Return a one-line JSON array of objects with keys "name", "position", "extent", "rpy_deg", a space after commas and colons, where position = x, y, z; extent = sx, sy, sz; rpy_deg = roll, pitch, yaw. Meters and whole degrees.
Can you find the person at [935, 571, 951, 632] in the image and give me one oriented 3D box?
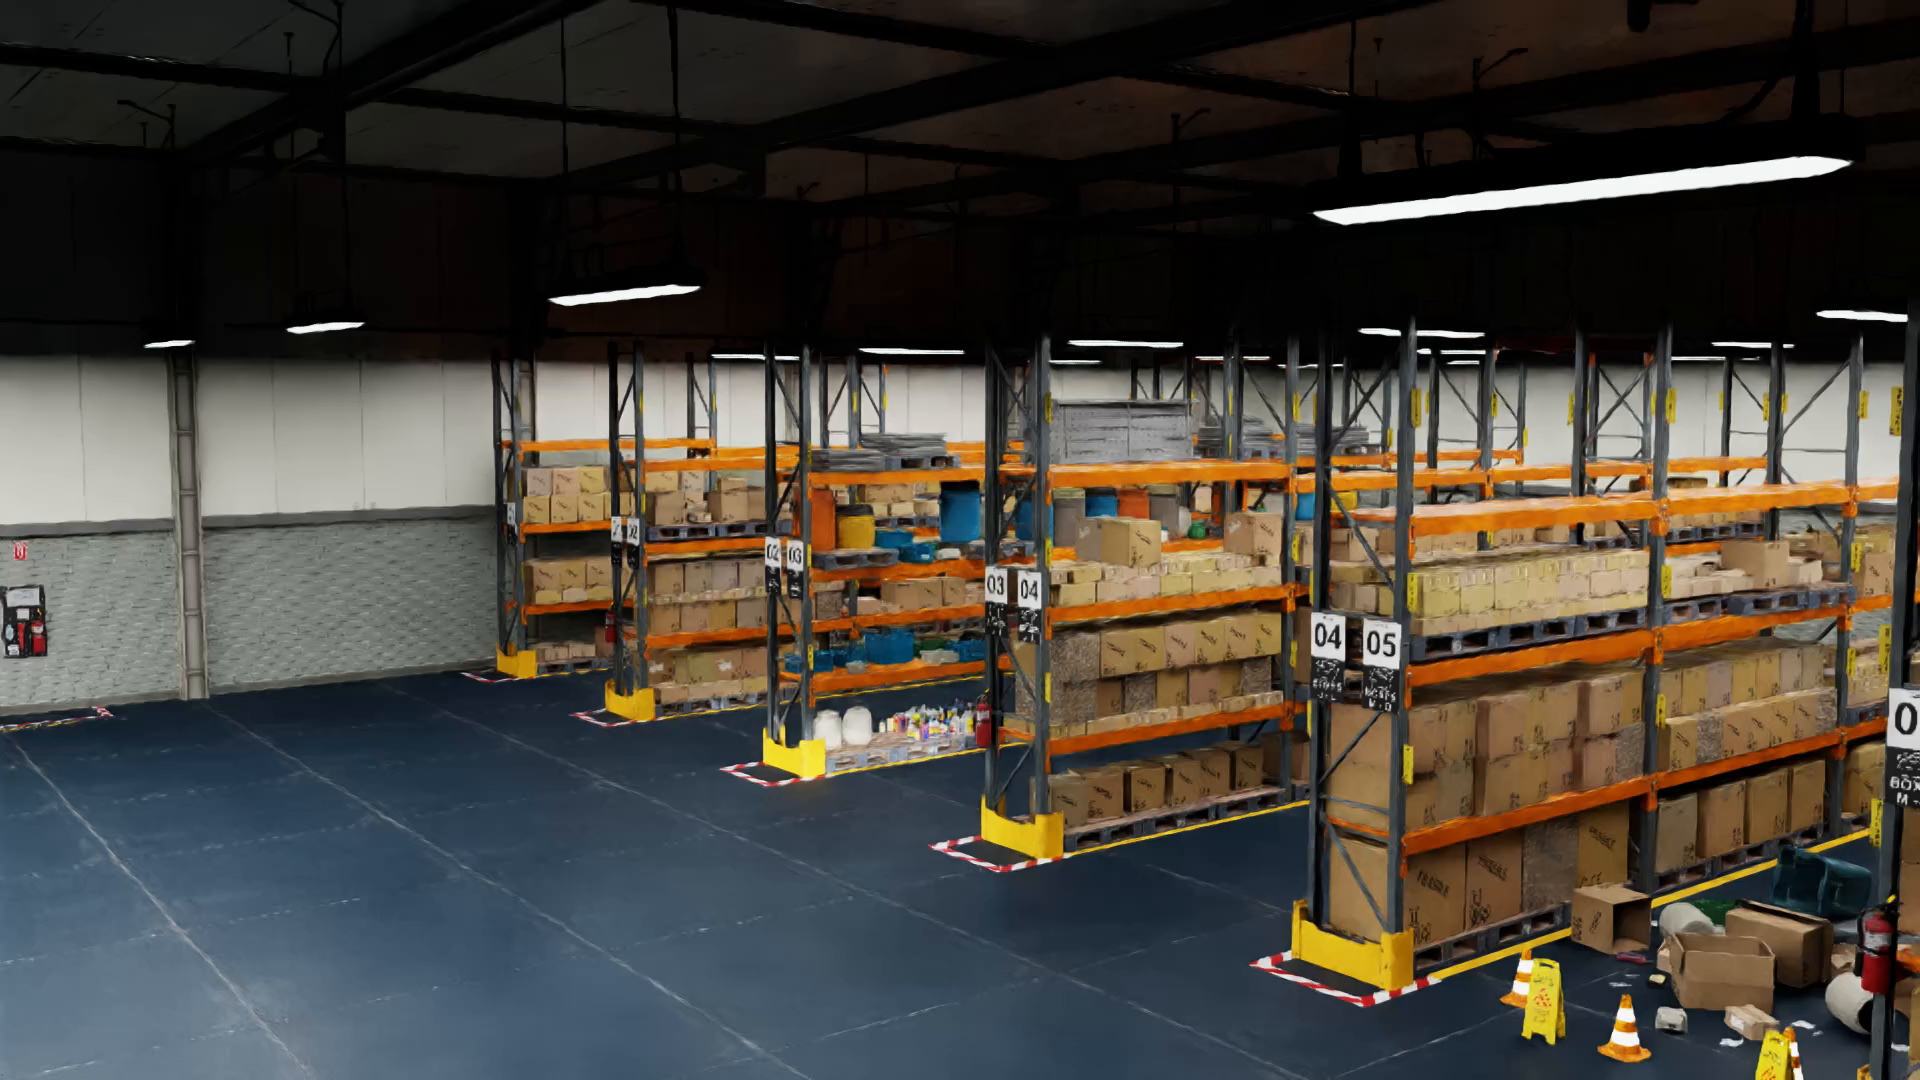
[{"name": "person", "position": [-0.308, 1.429, 32.963], "extent": [0.432, 1.662, 0.498], "rpy_deg": [2, 5, 23]}]
